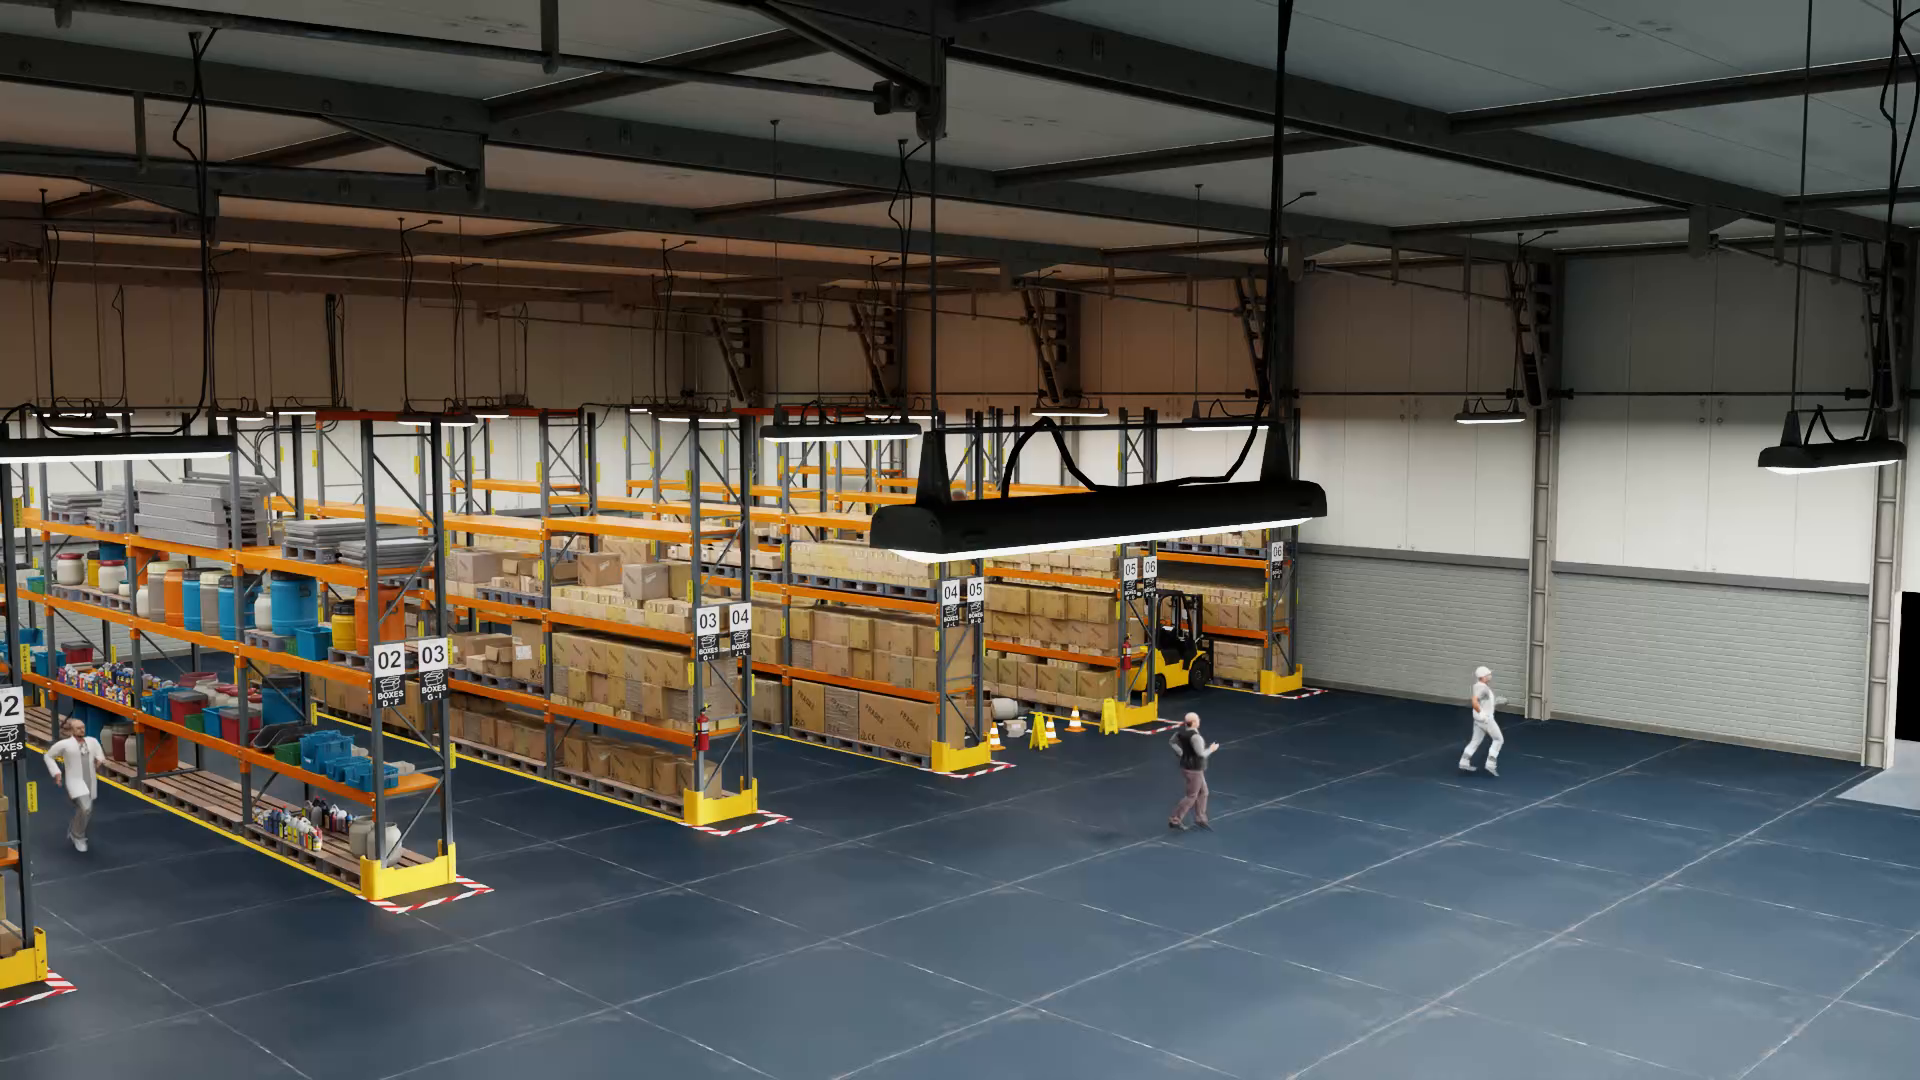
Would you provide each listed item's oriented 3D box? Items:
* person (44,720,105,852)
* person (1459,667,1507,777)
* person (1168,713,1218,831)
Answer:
[{"bbox_3d":[-12.213,3.406,23.096,0.798,1.823,0.671,3,6,27],"label":"person"},{"bbox_3d":[8.662,3.006,27.477,0.763,1.838,0.641,0,5,-1],"label":"person"},{"bbox_3d":[3.336,3.353,23.870,0.742,1.775,0.643,-1,5,-13],"label":"person"}]
